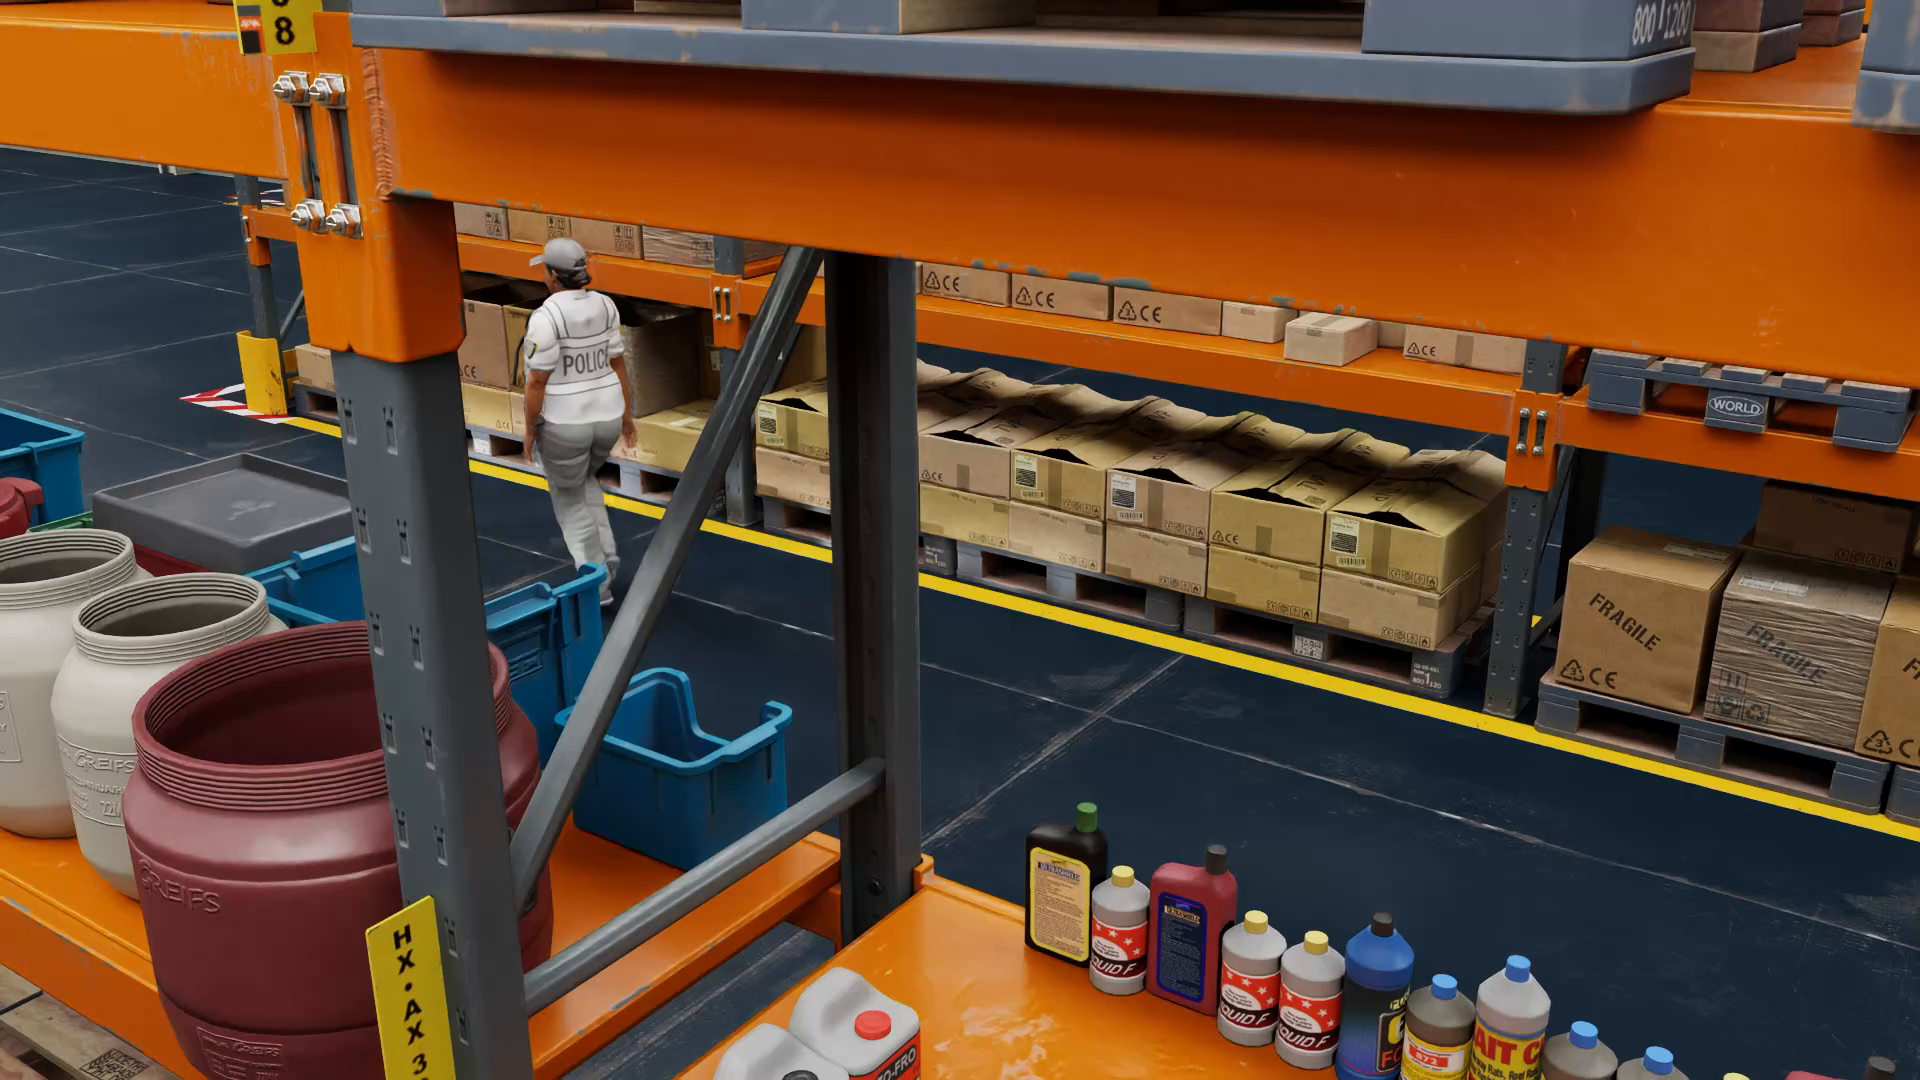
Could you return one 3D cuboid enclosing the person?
[{"bbox_3d":[-1.742,-0.510,7.449,0.470,1.694,0.513,14,24,33],"label":"person"}]
